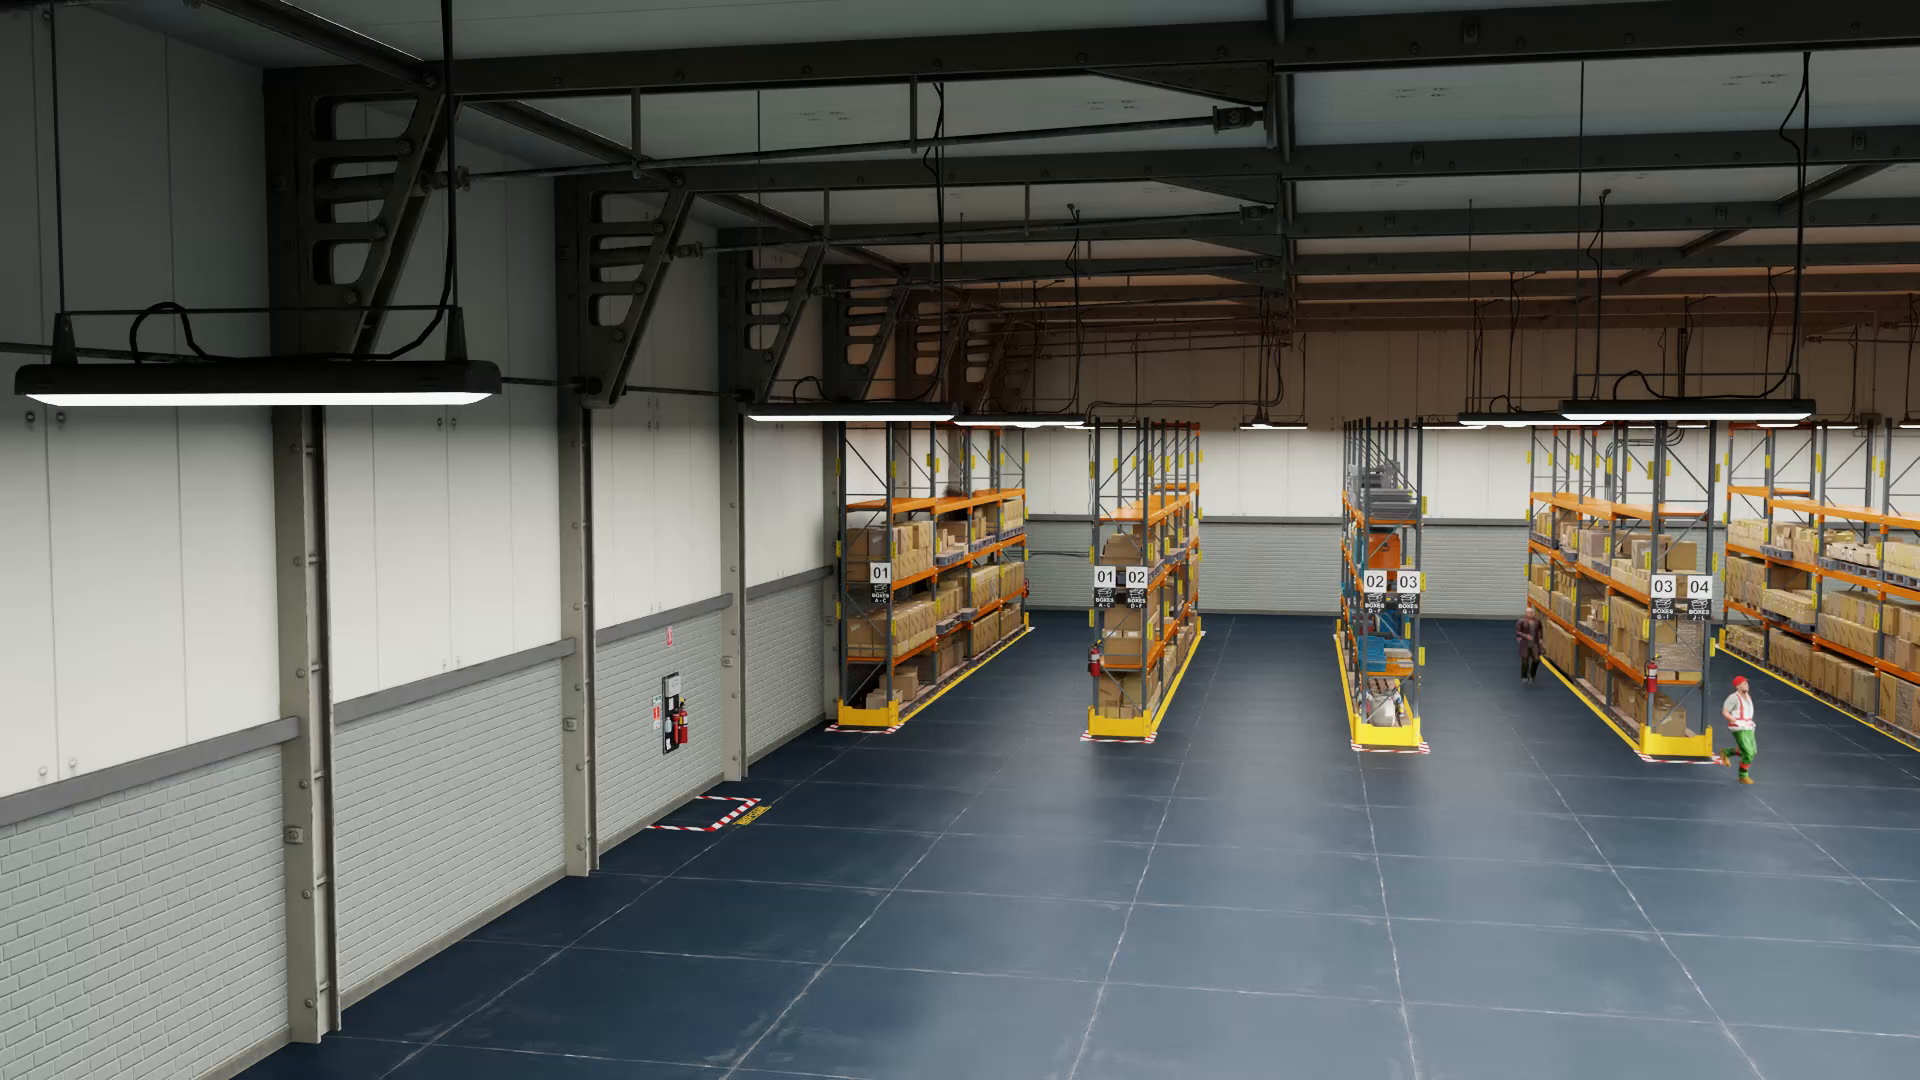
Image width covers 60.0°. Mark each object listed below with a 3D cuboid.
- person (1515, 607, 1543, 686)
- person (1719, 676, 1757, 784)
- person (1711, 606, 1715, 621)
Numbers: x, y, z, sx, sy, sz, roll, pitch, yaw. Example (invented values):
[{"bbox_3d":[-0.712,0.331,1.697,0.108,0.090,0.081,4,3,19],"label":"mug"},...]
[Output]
[{"bbox_3d":[12.868,2.406,37.554,0.672,1.771,0.837,0,4,5],"label":"person"},{"bbox_3d":[12.750,3.096,27.278,0.687,1.735,0.666,-3,5,-36],"label":"person"},{"bbox_3d":[18.325,2.207,41.182,0.668,1.701,0.699,0,4,6],"label":"person"}]
